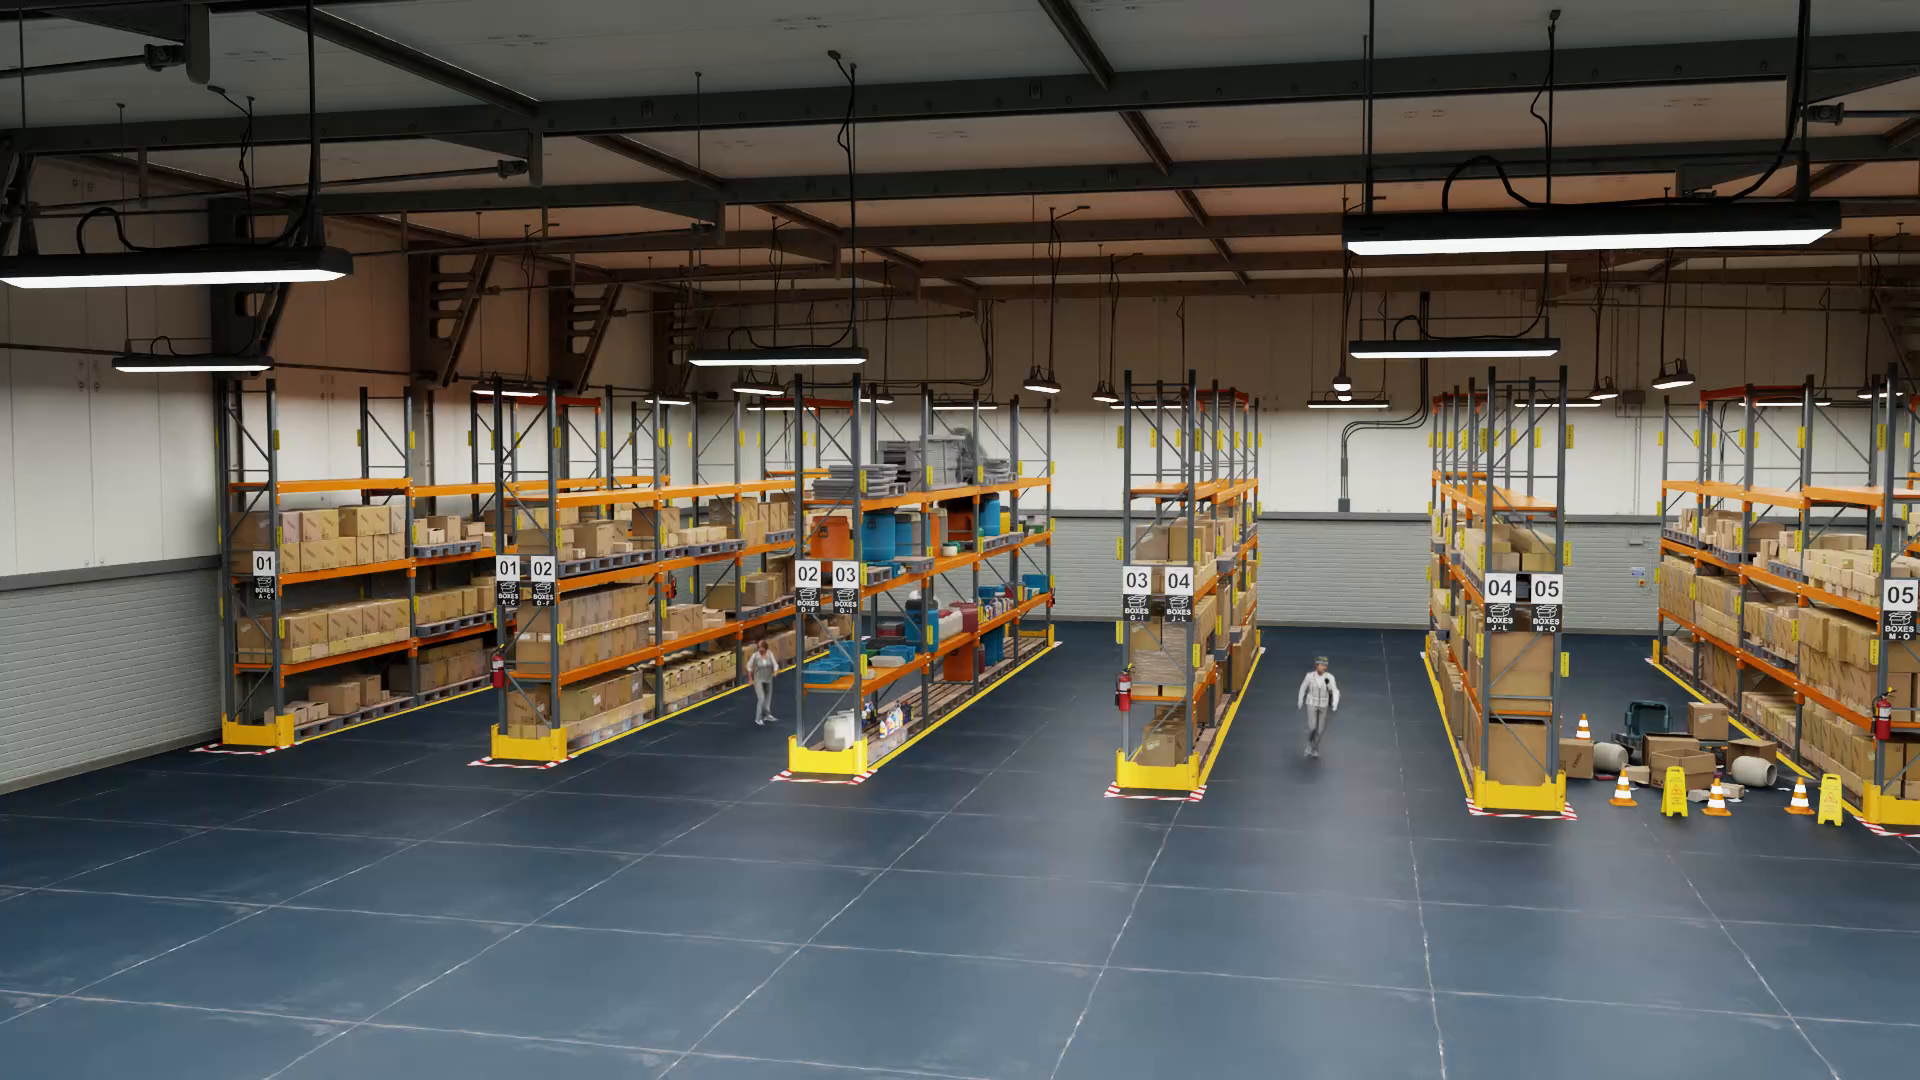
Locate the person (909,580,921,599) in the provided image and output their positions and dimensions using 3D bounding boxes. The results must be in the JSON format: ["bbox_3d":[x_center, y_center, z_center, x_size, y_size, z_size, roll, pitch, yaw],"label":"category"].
[{"bbox_3d":[-0.883,1.782,36.677,0.708,1.794,0.687,1,4,21],"label":"person"}]

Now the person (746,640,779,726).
[{"bbox_3d":[-3.433,2.512,29.278,0.563,1.559,0.786,-2,4,-32],"label":"person"}]

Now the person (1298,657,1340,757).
[{"bbox_3d":[5.635,2.617,26.002,0.571,1.620,0.762,0,3,0],"label":"person"}]
